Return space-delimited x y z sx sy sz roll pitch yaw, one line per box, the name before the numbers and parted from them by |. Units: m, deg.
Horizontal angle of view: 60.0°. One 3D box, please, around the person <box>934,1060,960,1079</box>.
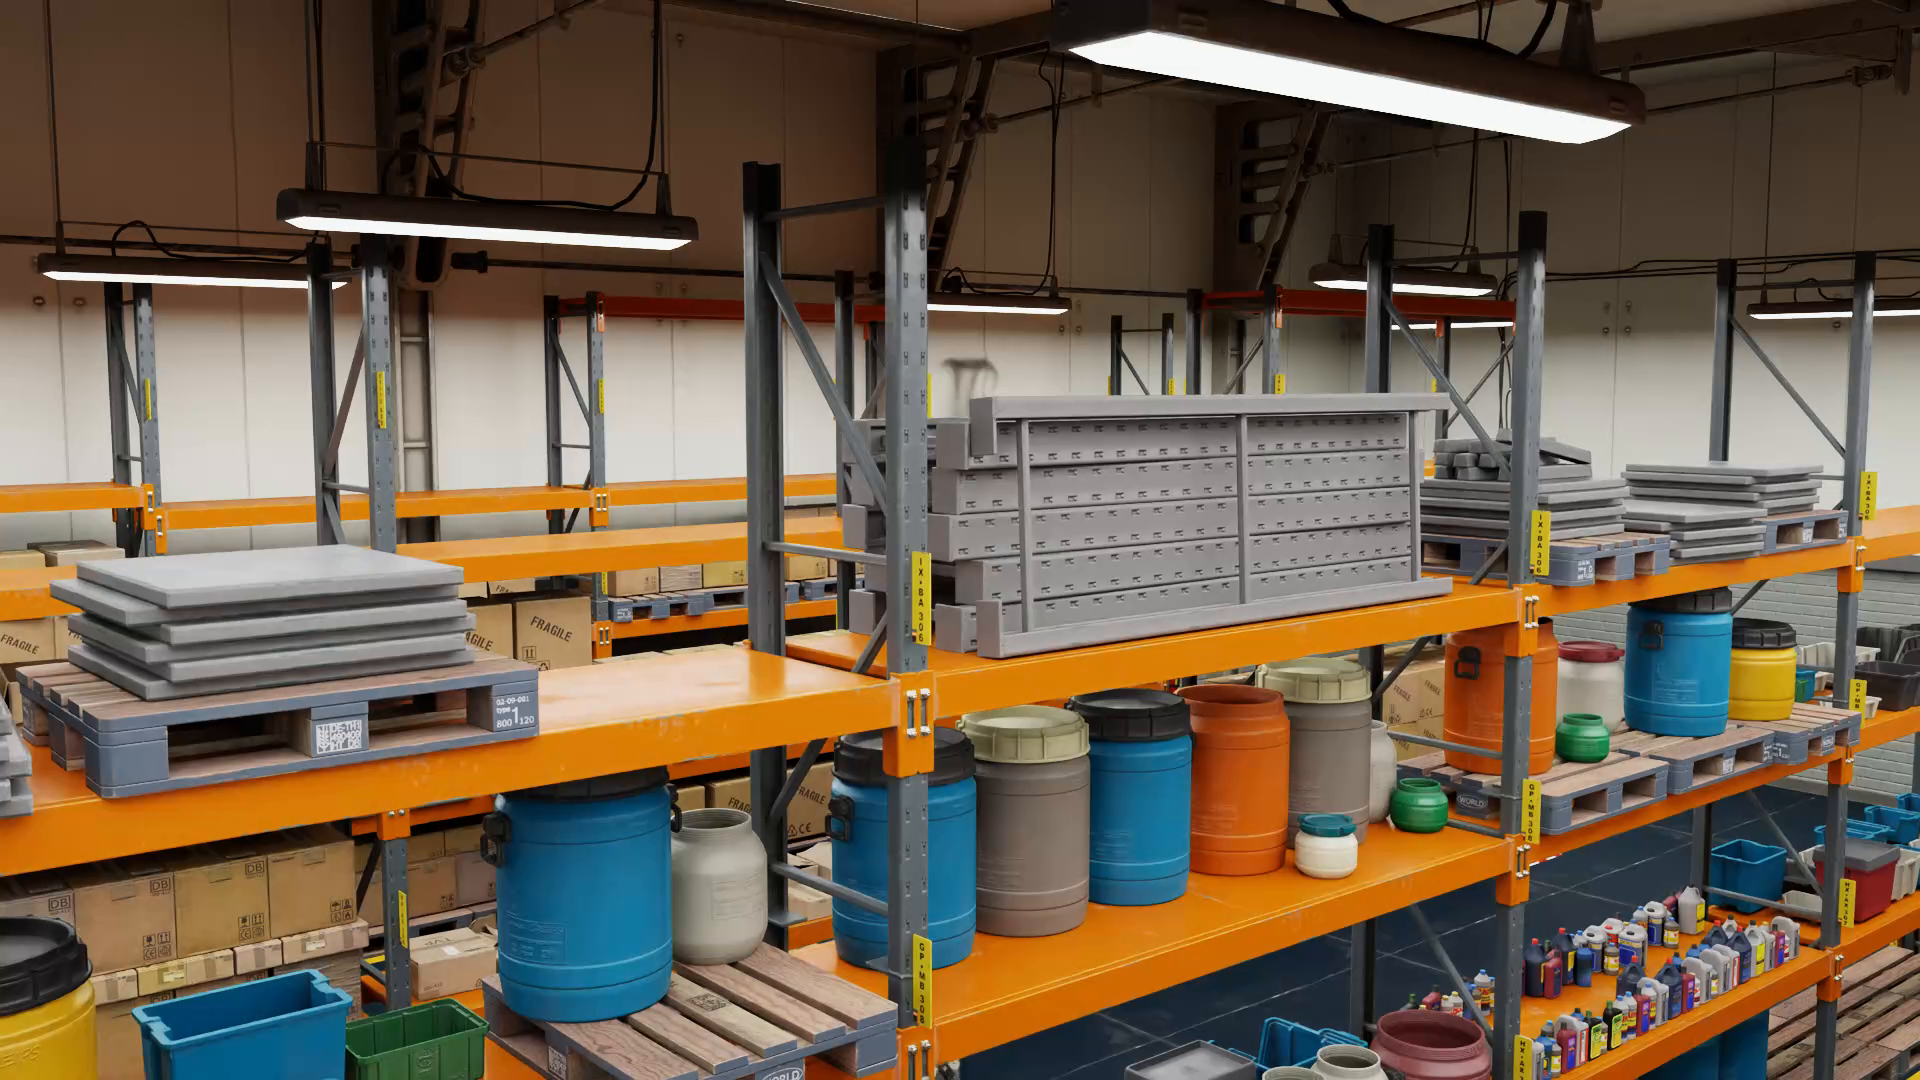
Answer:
person | -0.143 3.338 10.338 0.756 1.762 0.561 -5 7 -41
